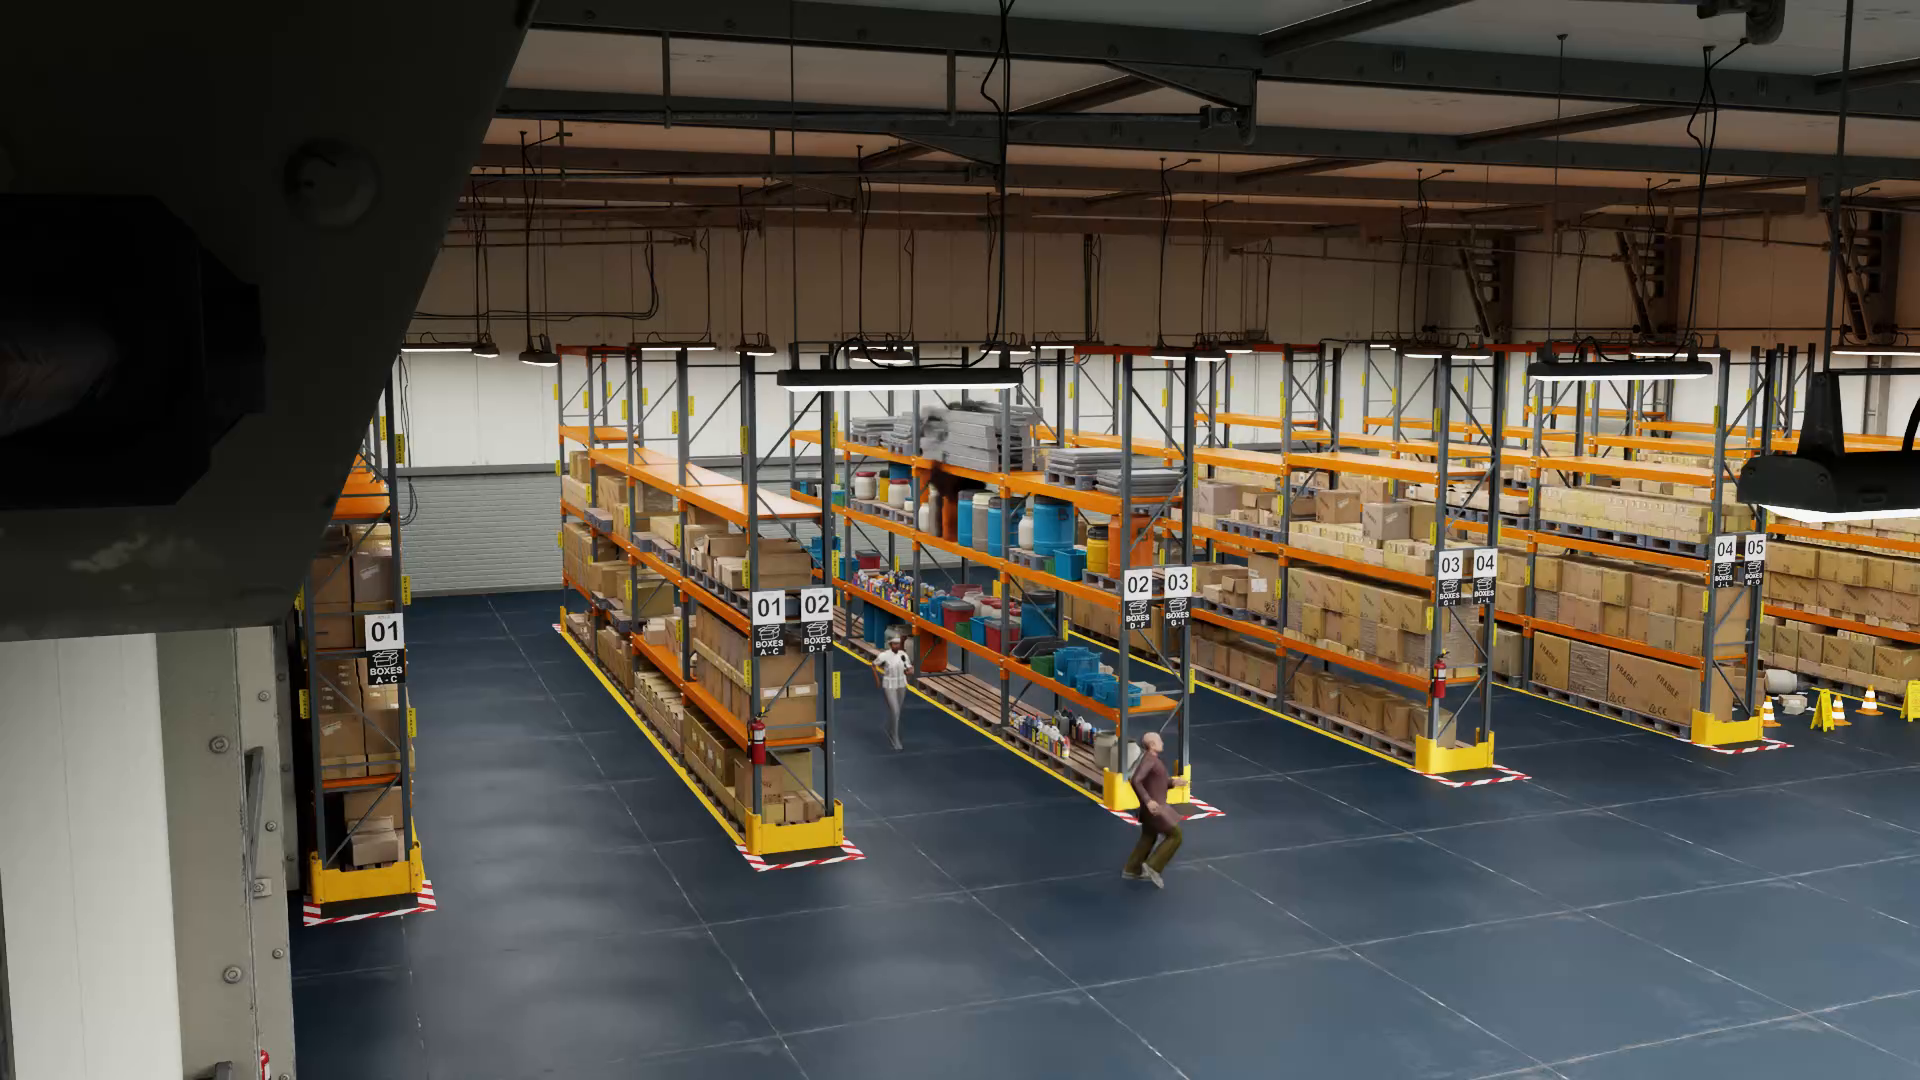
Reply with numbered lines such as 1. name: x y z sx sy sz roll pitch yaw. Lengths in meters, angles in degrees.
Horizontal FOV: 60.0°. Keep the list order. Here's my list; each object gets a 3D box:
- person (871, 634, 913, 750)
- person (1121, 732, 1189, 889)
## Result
1. person: -1.011 2.281 25.329 0.549 1.755 0.781 -5 9 -32
2. person: 2.226 3.065 18.900 0.761 1.788 0.677 0 7 -1
